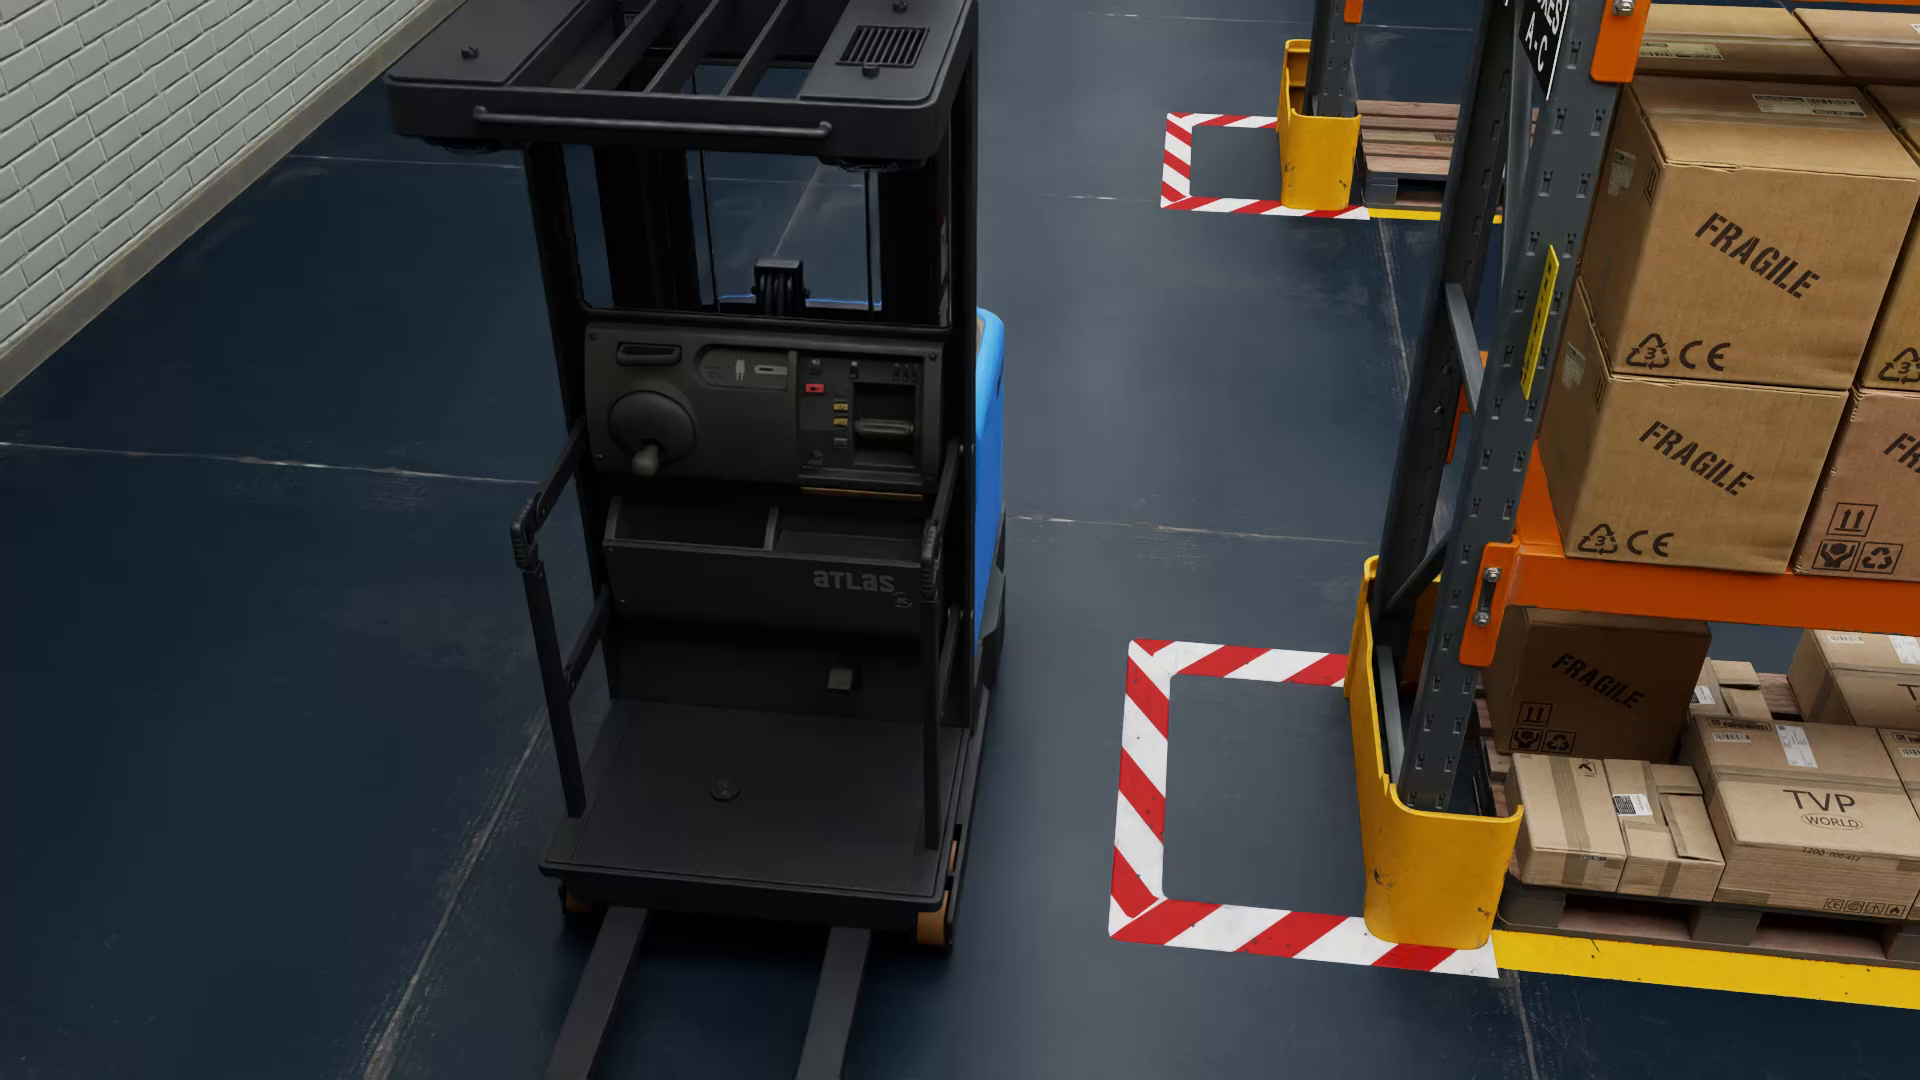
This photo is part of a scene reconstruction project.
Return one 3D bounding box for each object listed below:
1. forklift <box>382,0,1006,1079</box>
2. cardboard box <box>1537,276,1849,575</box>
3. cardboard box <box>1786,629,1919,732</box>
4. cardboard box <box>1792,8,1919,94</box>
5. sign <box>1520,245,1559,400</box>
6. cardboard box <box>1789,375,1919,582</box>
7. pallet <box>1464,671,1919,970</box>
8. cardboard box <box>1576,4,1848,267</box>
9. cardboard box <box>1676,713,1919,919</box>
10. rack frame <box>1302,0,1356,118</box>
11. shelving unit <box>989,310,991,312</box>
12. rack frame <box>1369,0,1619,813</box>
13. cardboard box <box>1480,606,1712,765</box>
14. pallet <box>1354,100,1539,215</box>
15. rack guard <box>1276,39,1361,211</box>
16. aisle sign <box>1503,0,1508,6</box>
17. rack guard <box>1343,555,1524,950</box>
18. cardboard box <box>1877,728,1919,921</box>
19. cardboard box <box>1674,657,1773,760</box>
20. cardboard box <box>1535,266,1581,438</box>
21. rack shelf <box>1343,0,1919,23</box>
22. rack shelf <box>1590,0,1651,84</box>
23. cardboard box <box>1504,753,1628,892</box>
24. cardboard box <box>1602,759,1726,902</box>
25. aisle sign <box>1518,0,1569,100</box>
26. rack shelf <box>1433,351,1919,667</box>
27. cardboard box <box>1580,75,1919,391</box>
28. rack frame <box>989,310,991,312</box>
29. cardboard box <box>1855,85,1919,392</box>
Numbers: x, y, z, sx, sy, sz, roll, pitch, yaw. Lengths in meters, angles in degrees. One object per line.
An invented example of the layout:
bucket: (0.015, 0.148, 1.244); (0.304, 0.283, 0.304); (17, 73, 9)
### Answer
forklift: (-0.532, -0.271, 4.107); (1.130, 2.935, 3.031); (4, 36, 6)
cardboard box: (1.719, -0.282, 3.977); (0.500, 0.500, 0.500); (5, 36, 7)
cardboard box: (2.822, 0.500, 4.956); (0.500, 0.250, 0.500); (4, 36, 6)
cardboard box: (2.291, -0.962, 4.070); (0.500, 0.500, 0.500); (5, 36, 7)
sign: (1.244, -0.466, 3.575); (0.005, 0.325, 0.100); (4, 36, 6)
cardboard box: (2.232, -0.247, 3.928); (0.500, 0.500, 0.500); (4, 36, 5)
pallet: (2.179, 0.773, 4.985); (1.213, 0.211, 1.003); (4, 36, 6)
cardboard box: (1.789, -0.999, 4.121); (0.500, 0.500, 0.500); (4, 36, 6)
cardboard box: (2.312, 0.755, 4.599); (0.500, 0.250, 0.500); (4, 36, 6)
rack frame: (1.947, -3.280, 8.264); (0.127, 3.000, 1.000); (4, 36, 6)
shelving unit: (-0.007, -0.378, 6.005); (0.210, 0.900, 0.258); (3, 36, 5)
rack frame: (1.313, -0.426, 4.265); (0.127, 3.000, 1.000); (4, 36, 6)
cardboard box: (1.884, 0.311, 5.006); (0.500, 0.500, 0.500); (4, 36, 6)
pallet: (2.761, -2.062, 8.957); (1.213, 0.211, 1.003); (4, 36, 6)
rack guard: (1.922, -2.257, 8.982); (0.348, 0.500, 1.175); (4, 36, 6)
aisle sign: (1.284, -1.666, 3.764); (0.004, 0.787, 0.394); (4, 36, 6)
rack guard: (1.388, 0.597, 4.983); (0.348, 0.500, 1.175); (4, 36, 6)
cardboard box: (2.808, 0.792, 4.547); (0.500, 0.250, 0.500); (4, 36, 6)
cardboard box: (2.274, 0.528, 4.988); (0.250, 0.166, 0.380); (4, 36, 6)
cardboard box: (1.792, -0.591, 4.409); (0.500, 0.500, 0.500); (5, 36, 7)
rack shelf: (3.931, -2.839, 8.265); (4.000, 0.370, 1.077); (4, 36, 6)
rack shelf: (3.297, -1.206, 3.395); (4.000, 0.370, 1.077); (4, 36, 6)
cardboard box: (1.684, 0.784, 4.644); (0.250, 0.149, 0.380); (4, 36, 6)
cardboard box: (1.932, 0.796, 4.613); (0.250, 0.166, 0.380); (4, 36, 6)
aisle sign: (1.208, -1.320, 3.280); (0.004, 0.787, 0.394); (4, 36, 6)
rack shelf: (3.297, 0.015, 4.267); (4.000, 0.370, 1.077); (4, 36, 6)
cardboard box: (1.719, -0.689, 3.687); (0.500, 0.500, 0.500); (5, 36, 7)
rack frame: (0.095, -0.372, 5.997); (0.006, 0.900, 0.240); (3, 36, 5)
cardboard box: (2.239, -0.655, 3.639); (0.500, 0.500, 0.500); (5, 36, 6)
